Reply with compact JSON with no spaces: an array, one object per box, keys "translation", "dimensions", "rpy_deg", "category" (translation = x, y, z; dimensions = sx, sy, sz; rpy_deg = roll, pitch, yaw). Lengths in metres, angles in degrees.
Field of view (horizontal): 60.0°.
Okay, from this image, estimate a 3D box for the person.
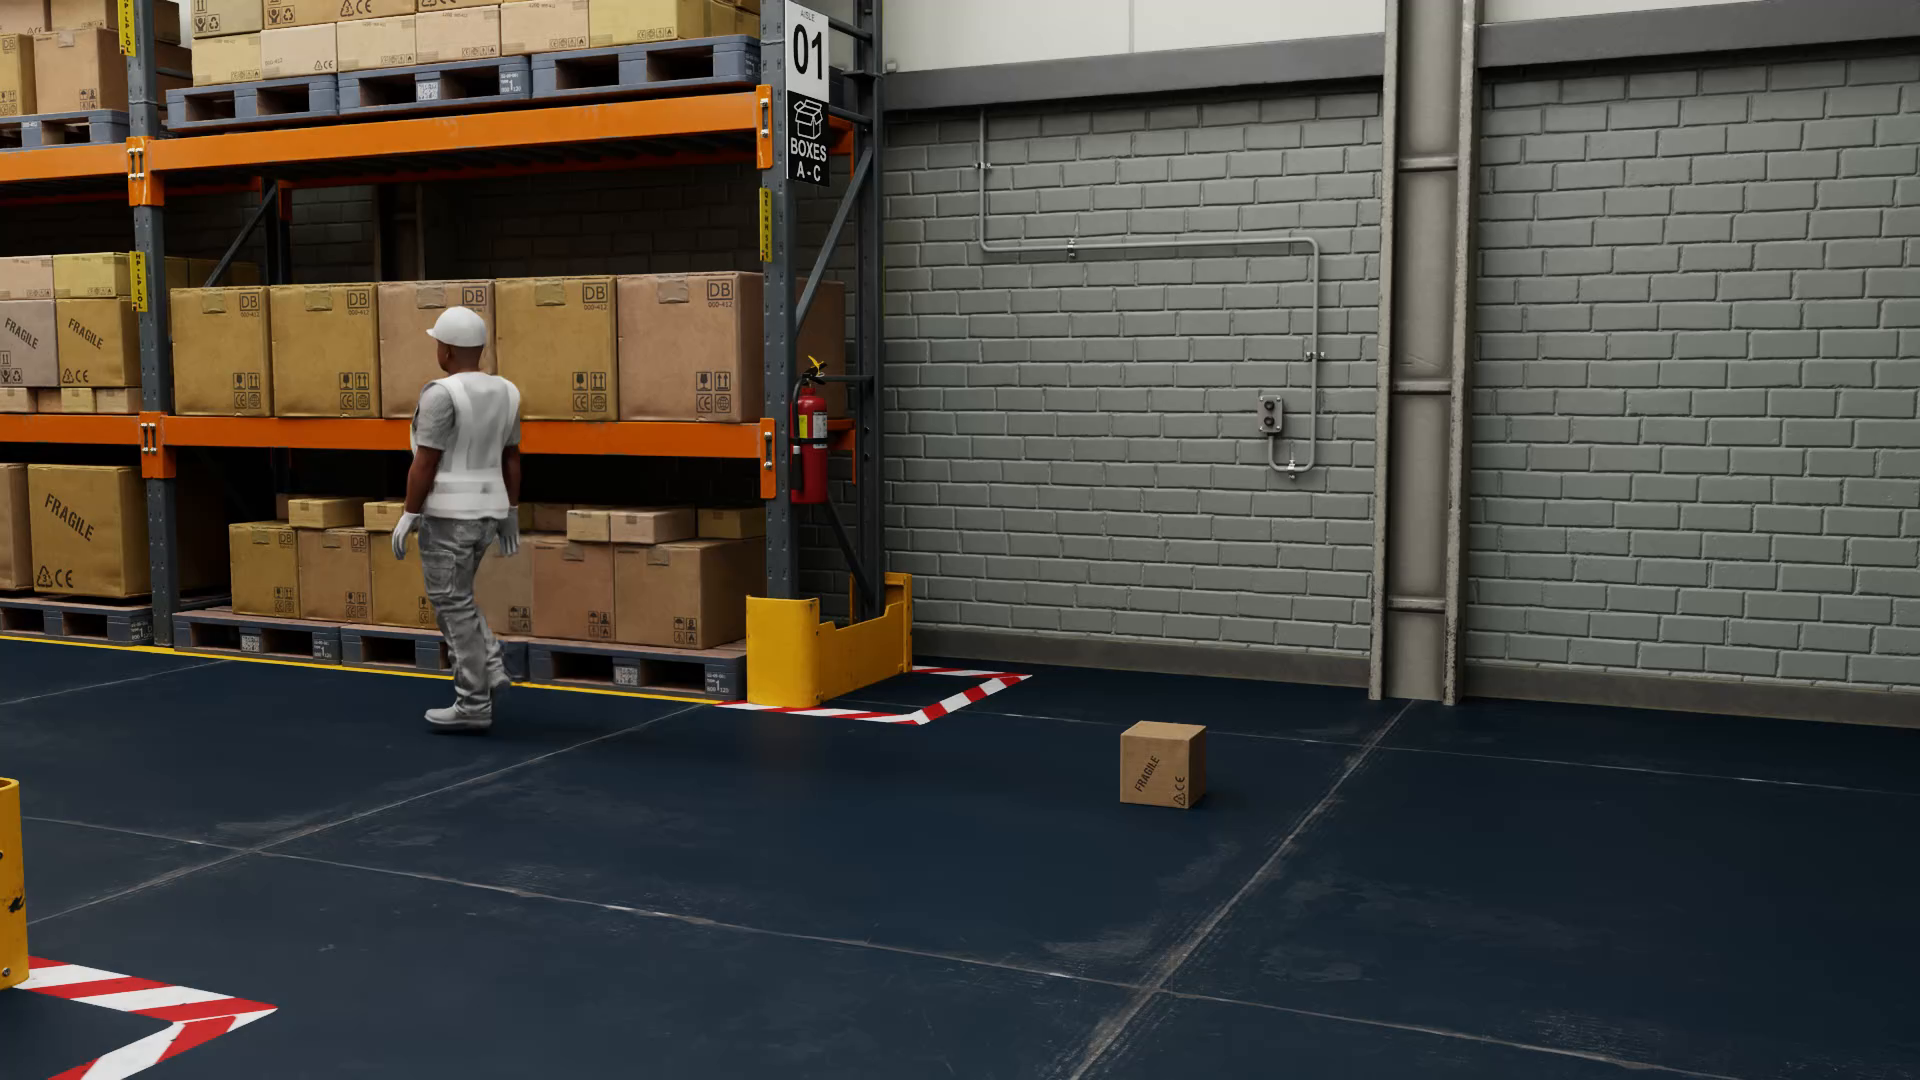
[{"translation":[-2.163,-0.082,7.073],"dimensions":[0.459,1.805,0.551],"rpy_deg":[2,6,20],"category":"person"}]
